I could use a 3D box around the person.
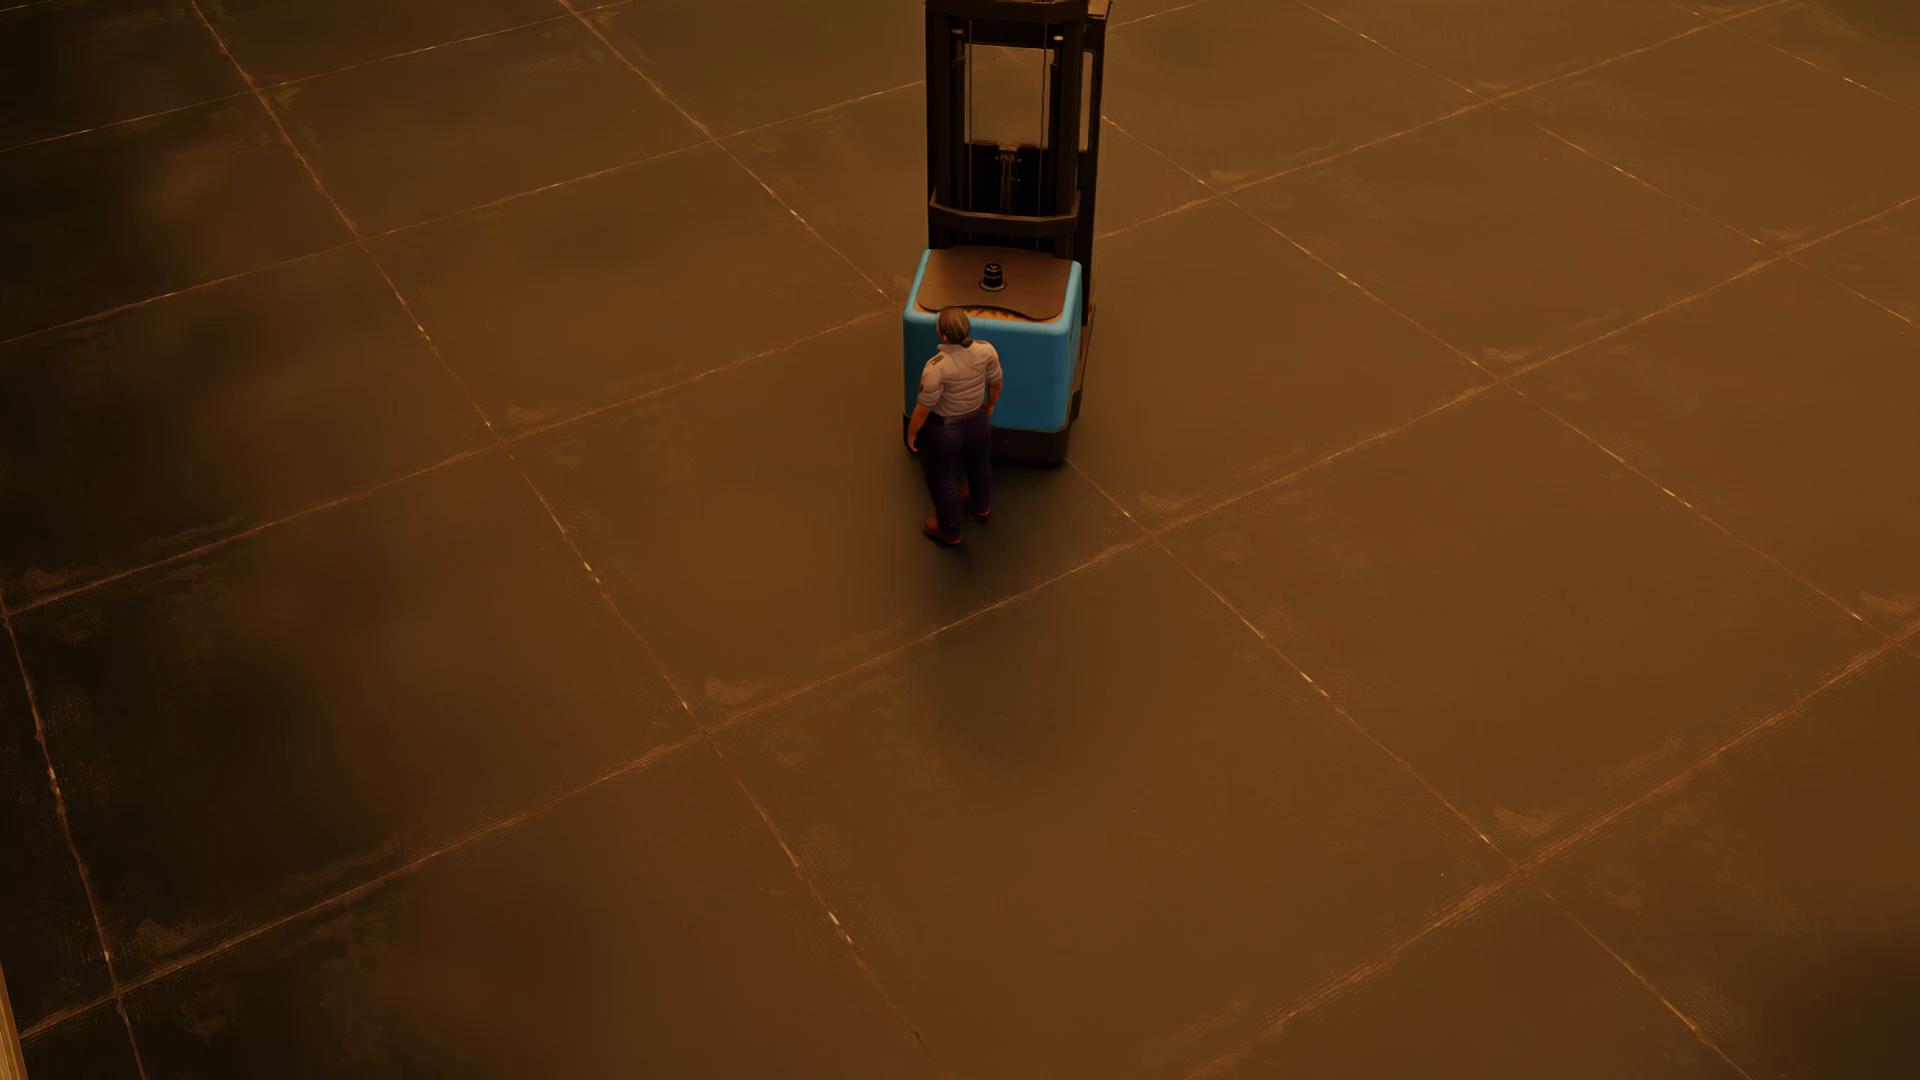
[{"bbox_3d":[-0.054,-0.708,9.599,0.623,1.650,0.498,-22,46,-23],"label":"person"}]

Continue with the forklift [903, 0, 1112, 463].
[{"bbox_3d":[0.372,-2.567,10.809,1.130,2.935,3.031,6,41,7],"label":"forklift"}]
